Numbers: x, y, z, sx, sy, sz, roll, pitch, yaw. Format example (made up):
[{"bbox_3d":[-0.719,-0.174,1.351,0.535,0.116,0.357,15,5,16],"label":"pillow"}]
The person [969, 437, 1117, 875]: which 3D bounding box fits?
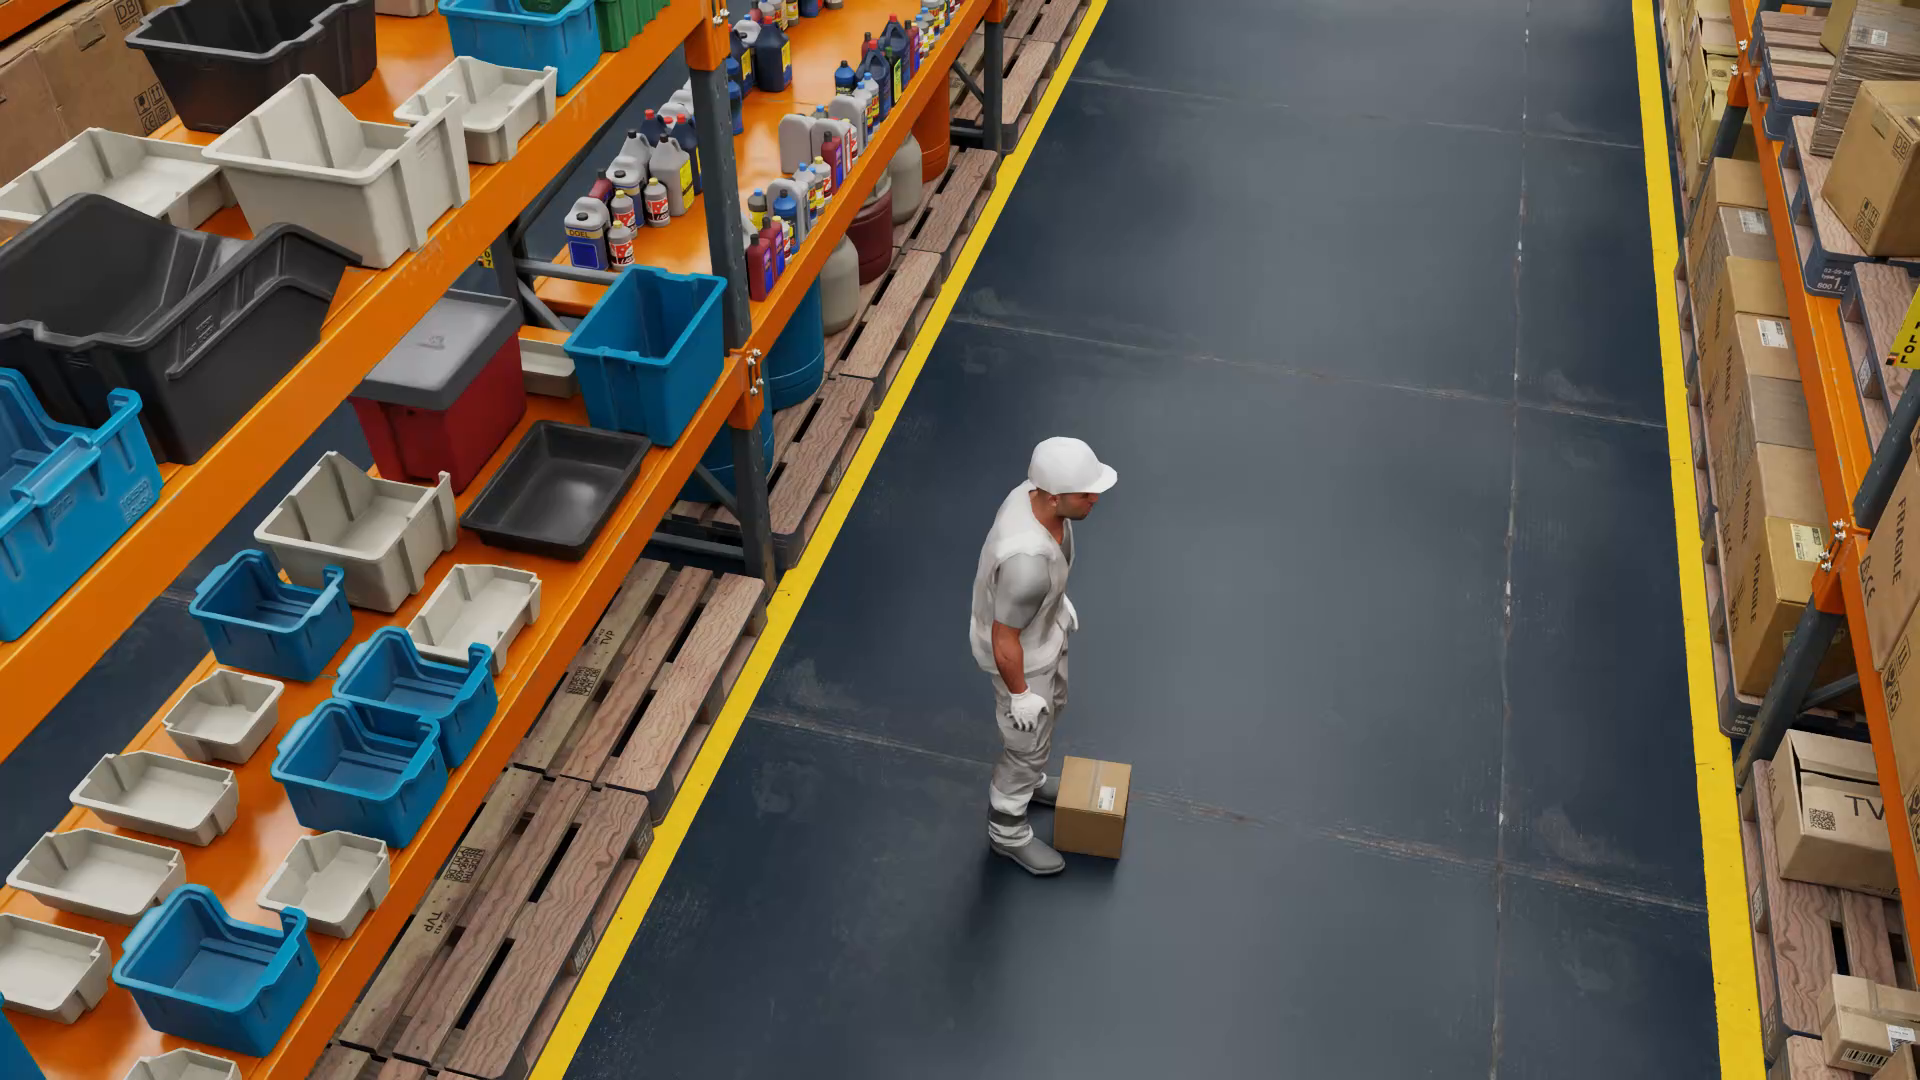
[{"bbox_3d":[0.266,0.377,5.707,0.449,1.779,0.603,10,42,12],"label":"person"}]
